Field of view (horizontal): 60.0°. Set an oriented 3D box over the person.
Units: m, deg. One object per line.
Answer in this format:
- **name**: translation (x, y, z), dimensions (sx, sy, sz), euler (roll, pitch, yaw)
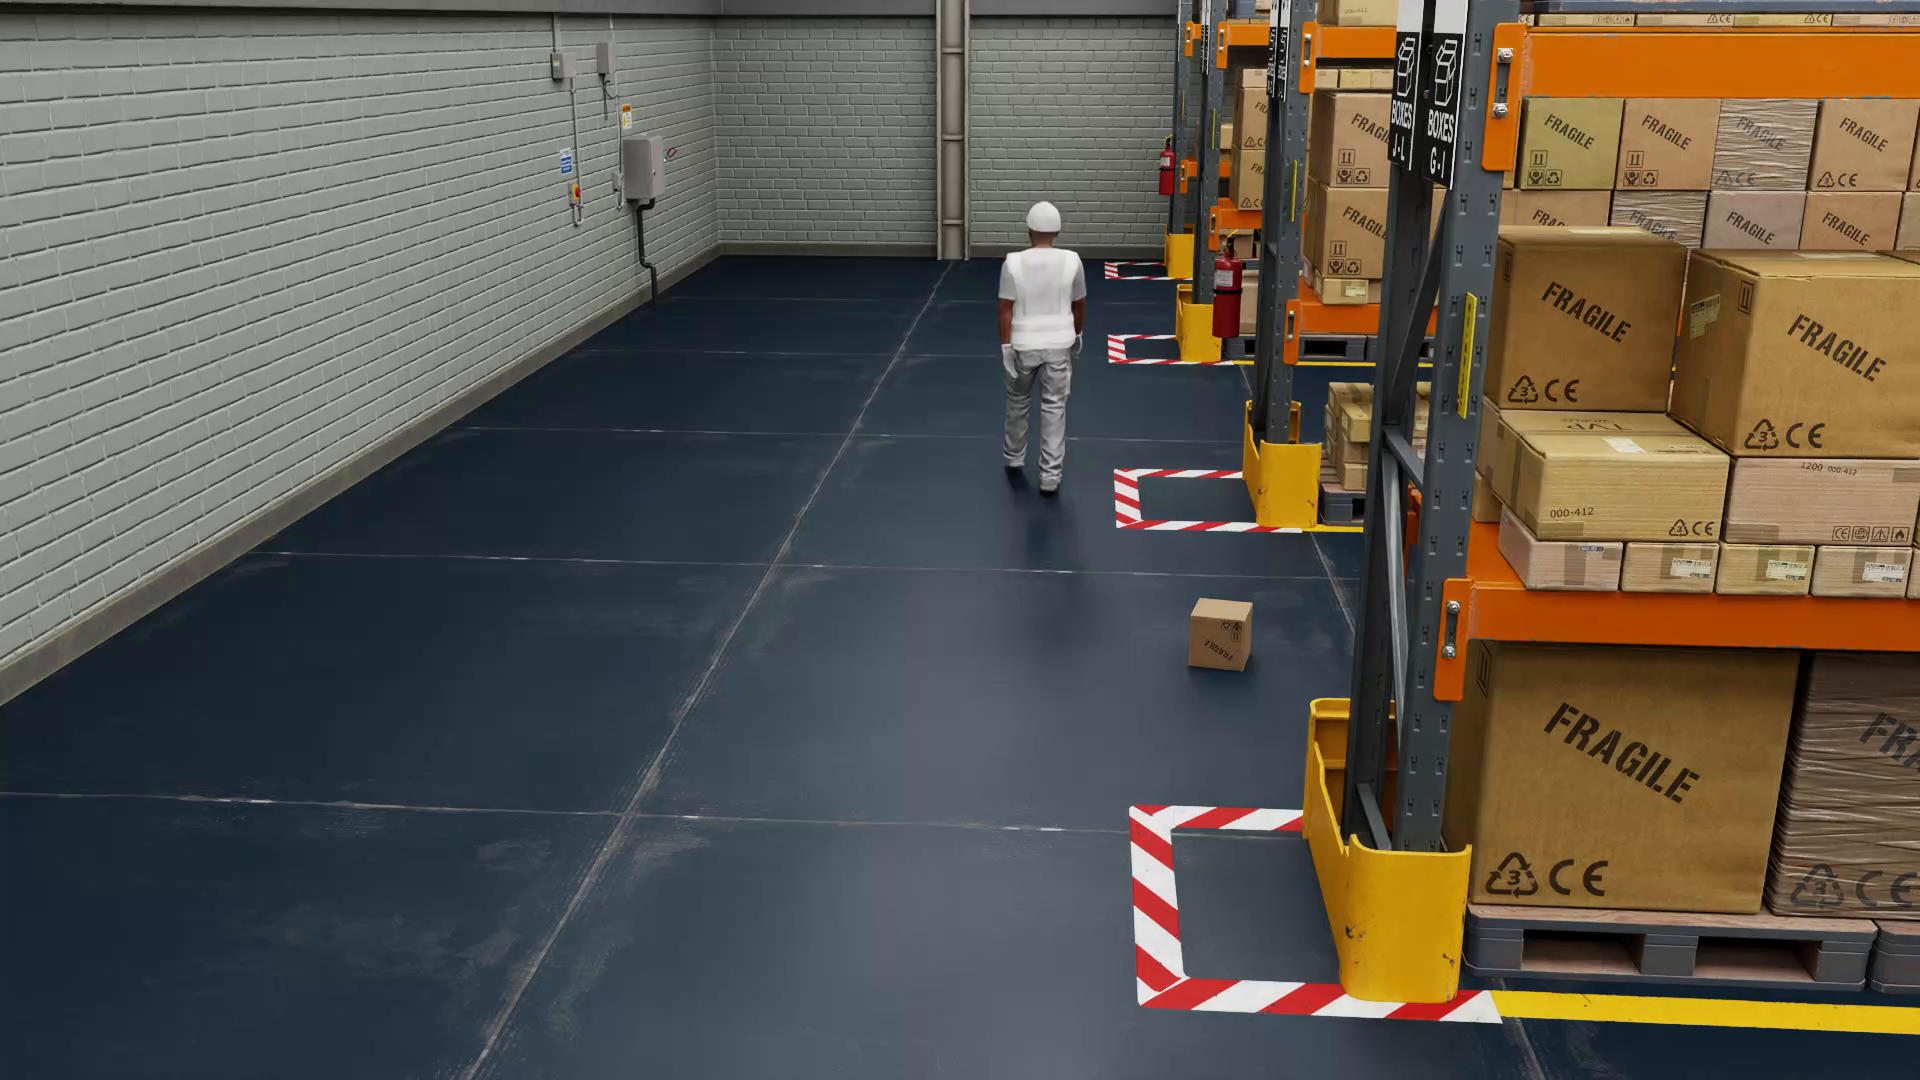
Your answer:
- **person**: translation (0.509, -1.239, 10.464), dimensions (0.549, 1.784, 0.828), euler (0, 17, 0)
